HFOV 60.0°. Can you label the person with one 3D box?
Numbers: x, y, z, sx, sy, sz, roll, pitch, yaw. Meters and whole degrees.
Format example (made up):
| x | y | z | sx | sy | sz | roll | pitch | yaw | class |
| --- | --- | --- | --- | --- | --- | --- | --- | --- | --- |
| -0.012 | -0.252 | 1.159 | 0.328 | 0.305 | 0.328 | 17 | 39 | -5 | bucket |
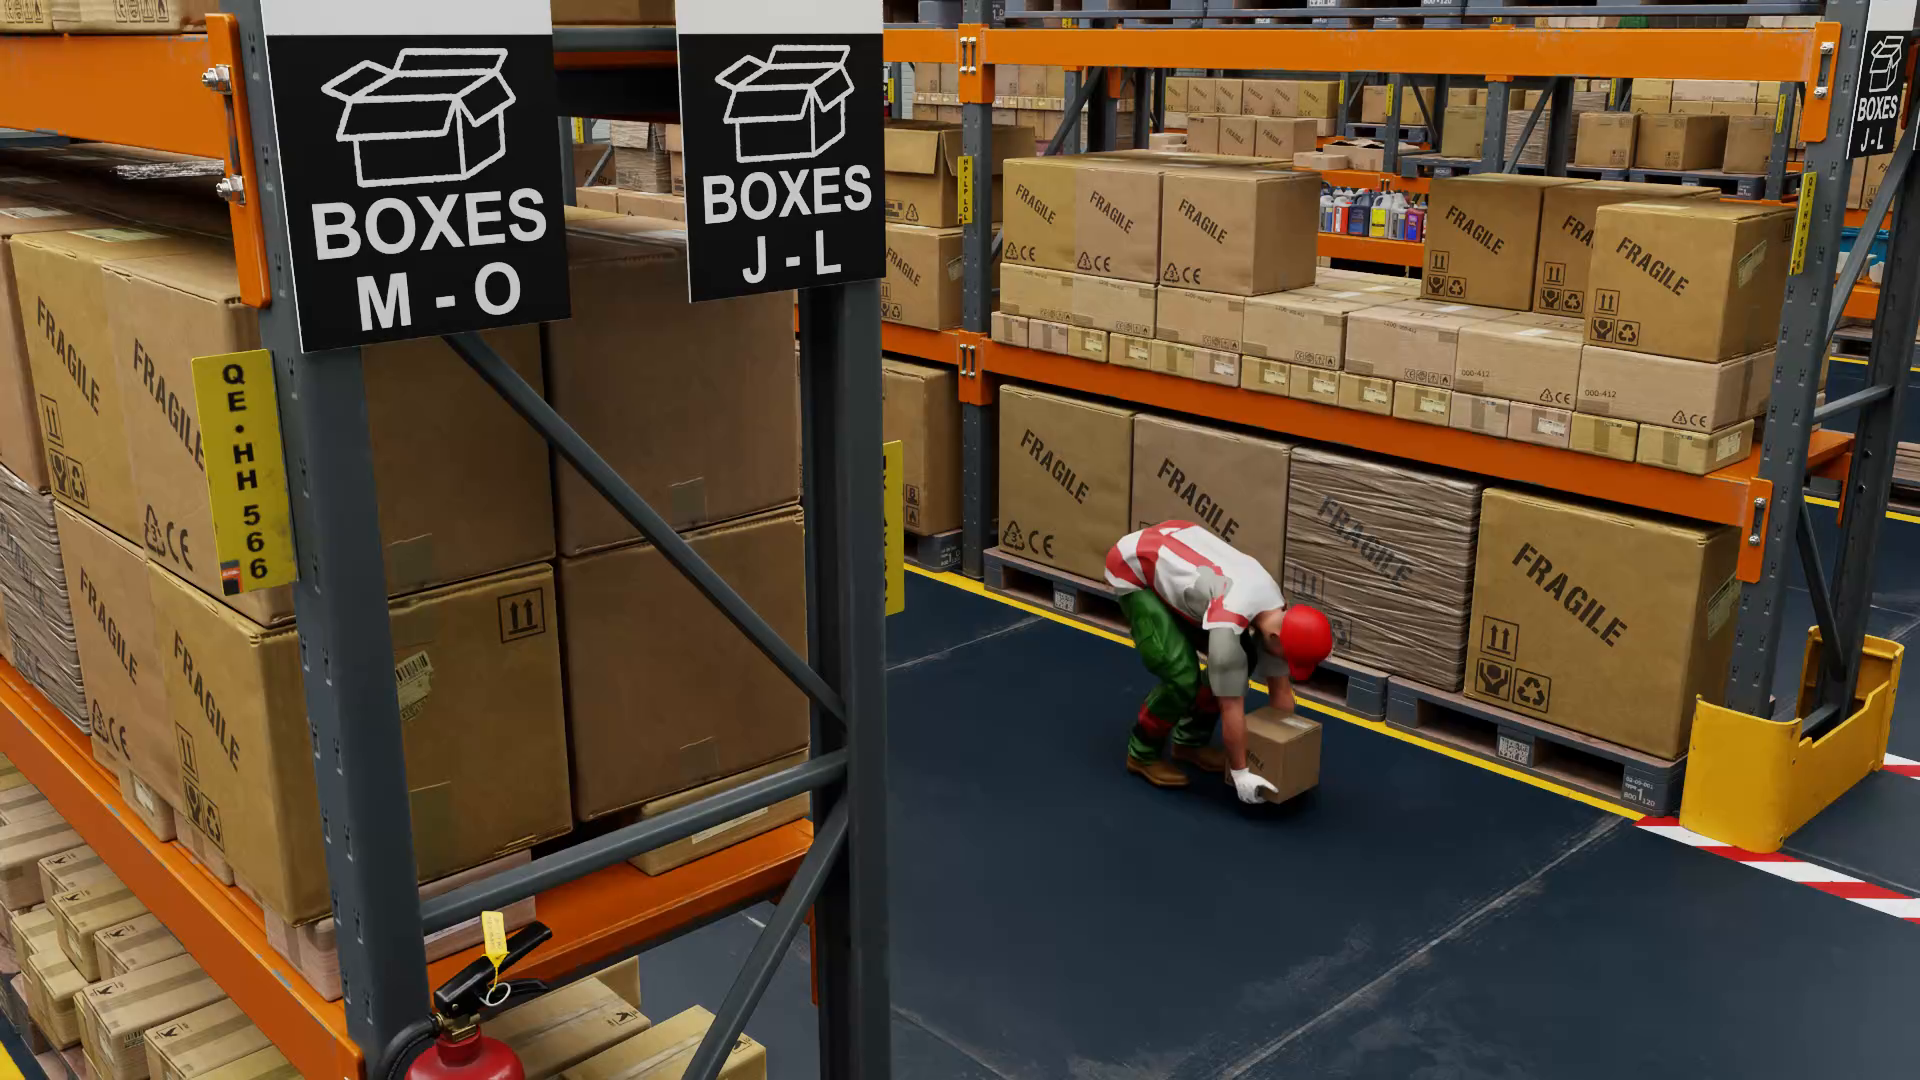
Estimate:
| x | y | z | sx | sy | sz | roll | pitch | yaw | class |
| --- | --- | --- | --- | --- | --- | --- | --- | --- | --- |
| -0.363 | -1.379 | 12.312 | 11.568 | 0.997 | 7.682 | 16 | 23 | 41 | person |
